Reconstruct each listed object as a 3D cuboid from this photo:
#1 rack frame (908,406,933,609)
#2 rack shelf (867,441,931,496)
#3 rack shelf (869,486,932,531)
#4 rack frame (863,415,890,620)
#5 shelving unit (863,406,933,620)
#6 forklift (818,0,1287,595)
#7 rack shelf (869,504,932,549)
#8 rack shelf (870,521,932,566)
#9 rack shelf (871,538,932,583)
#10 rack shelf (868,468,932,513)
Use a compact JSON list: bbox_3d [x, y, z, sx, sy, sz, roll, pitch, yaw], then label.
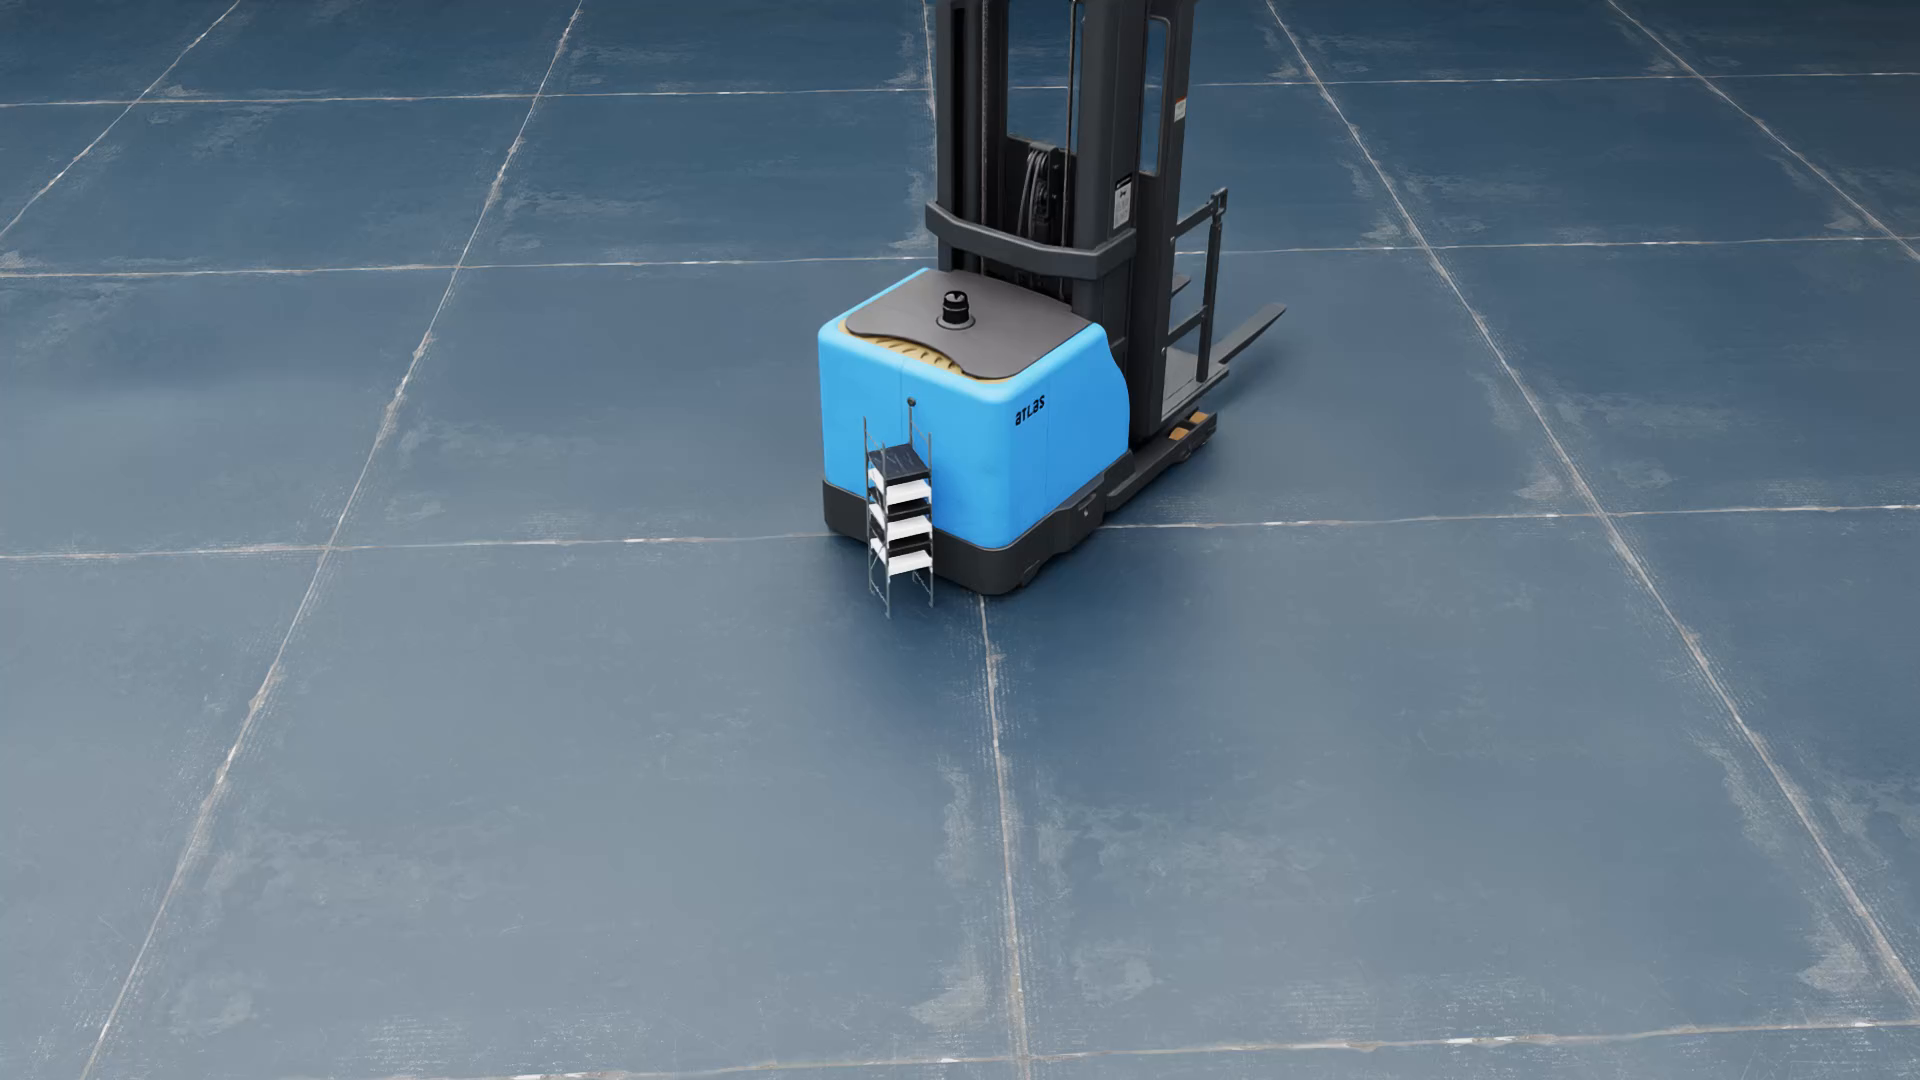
[{"bbox_3d":[-0.167,-0.130,7.147,0.006,0.900,0.240,-14,37,-19],"label":"rack frame"},{"bbox_3d":[-0.261,-0.302,6.980,0.200,0.077,0.258,-14,37,-19],"label":"rack shelf"},{"bbox_3d":[-0.261,-0.154,7.083,0.200,0.077,0.258,-14,37,-19],"label":"rack shelf"},{"bbox_3d":[-0.354,-0.085,7.082,0.006,0.900,0.240,-14,37,-19],"label":"rack frame"},{"bbox_3d":[-0.261,-0.108,7.115,0.210,0.900,0.258,-14,37,-19],"label":"shelving unit"},{"bbox_3d":[0.648,-1.750,7.703,1.130,2.935,3.031,23,41,29],"label":"forklift"},{"bbox_3d":[-0.261,-0.080,7.134,0.200,0.077,0.258,-14,37,-19],"label":"rack shelf"},{"bbox_3d":[-0.261,-0.006,7.185,0.200,0.077,0.258,-14,37,-19],"label":"rack shelf"},{"bbox_3d":[-0.261,0.068,7.236,0.200,0.077,0.258,-14,37,-19],"label":"rack shelf"},{"bbox_3d":[-0.261,-0.228,7.031,0.200,0.077,0.258,-14,37,-19],"label":"rack shelf"}]
